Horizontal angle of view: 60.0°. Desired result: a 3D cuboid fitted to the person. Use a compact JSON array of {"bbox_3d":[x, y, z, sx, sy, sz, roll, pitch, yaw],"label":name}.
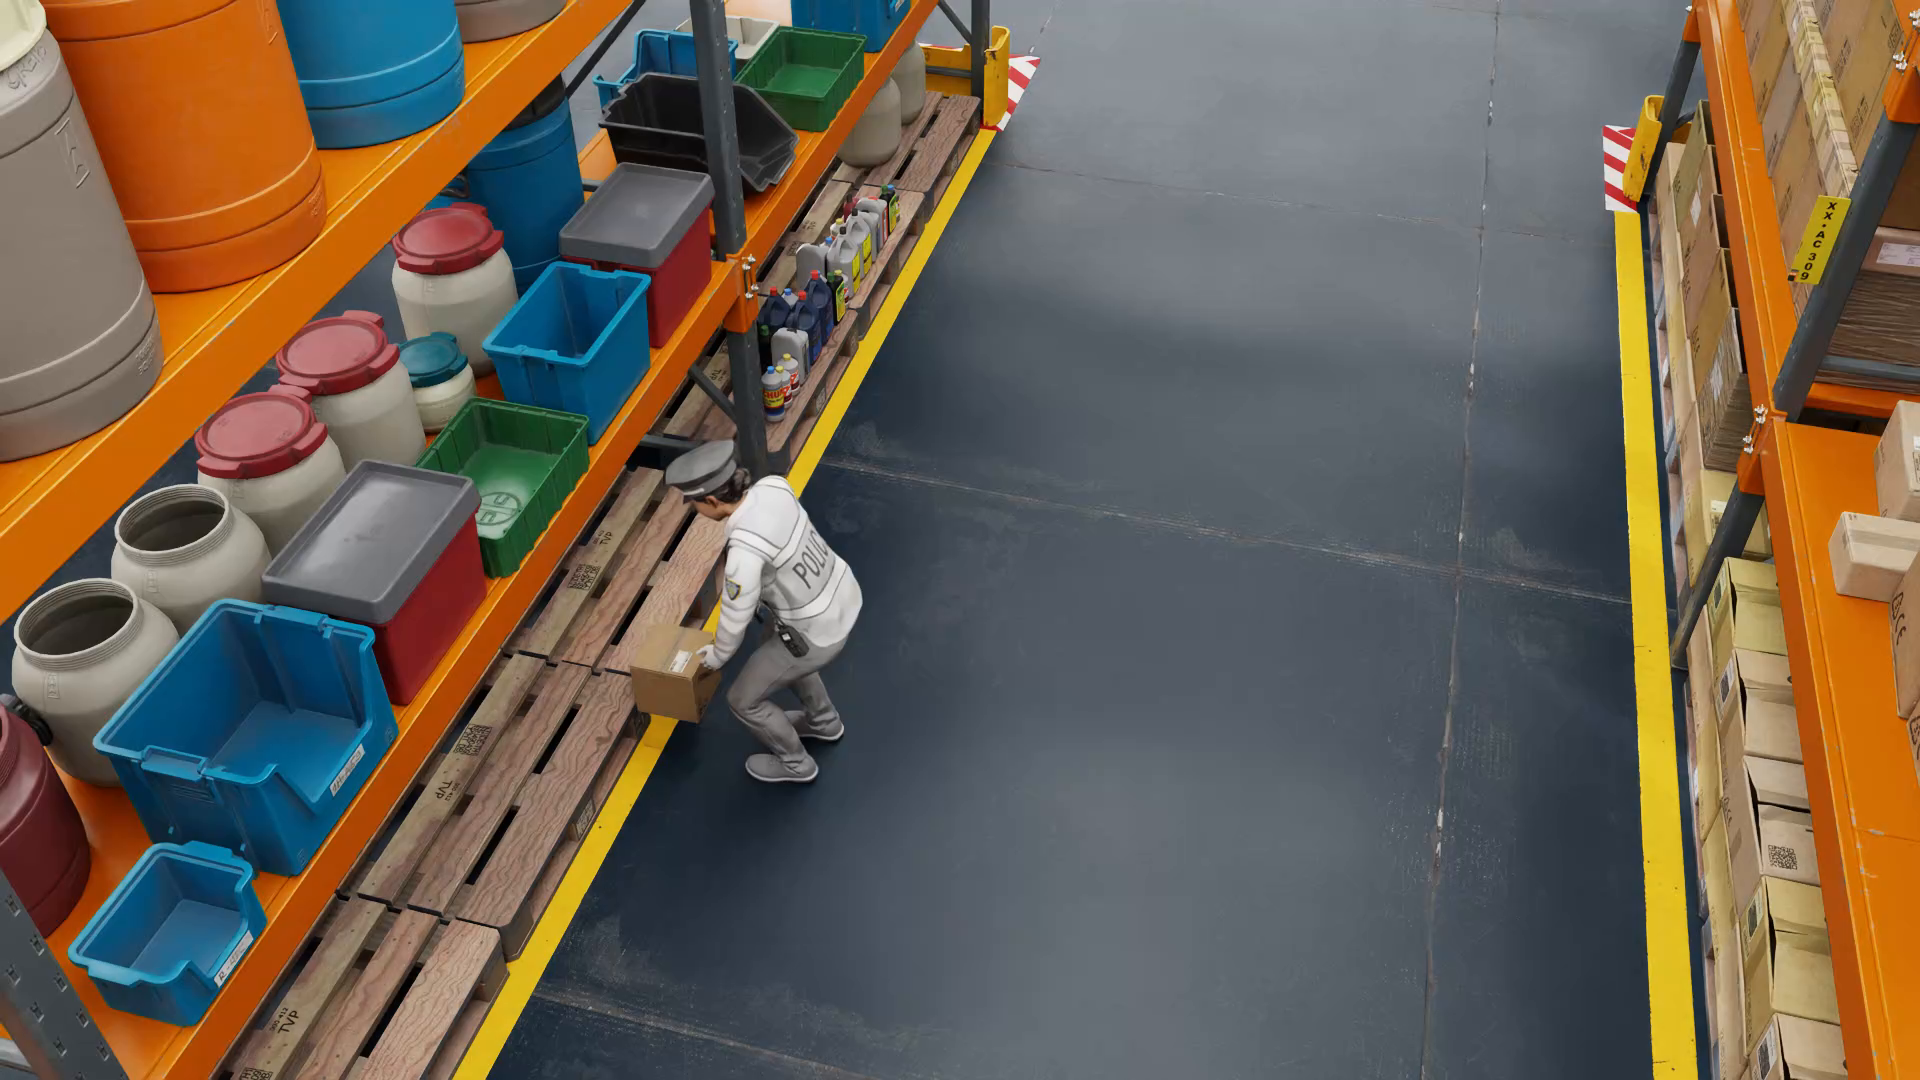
[{"bbox_3d":[-0.678,0.282,5.986,0.633,1.479,0.514,10,42,12],"label":"person"}]
